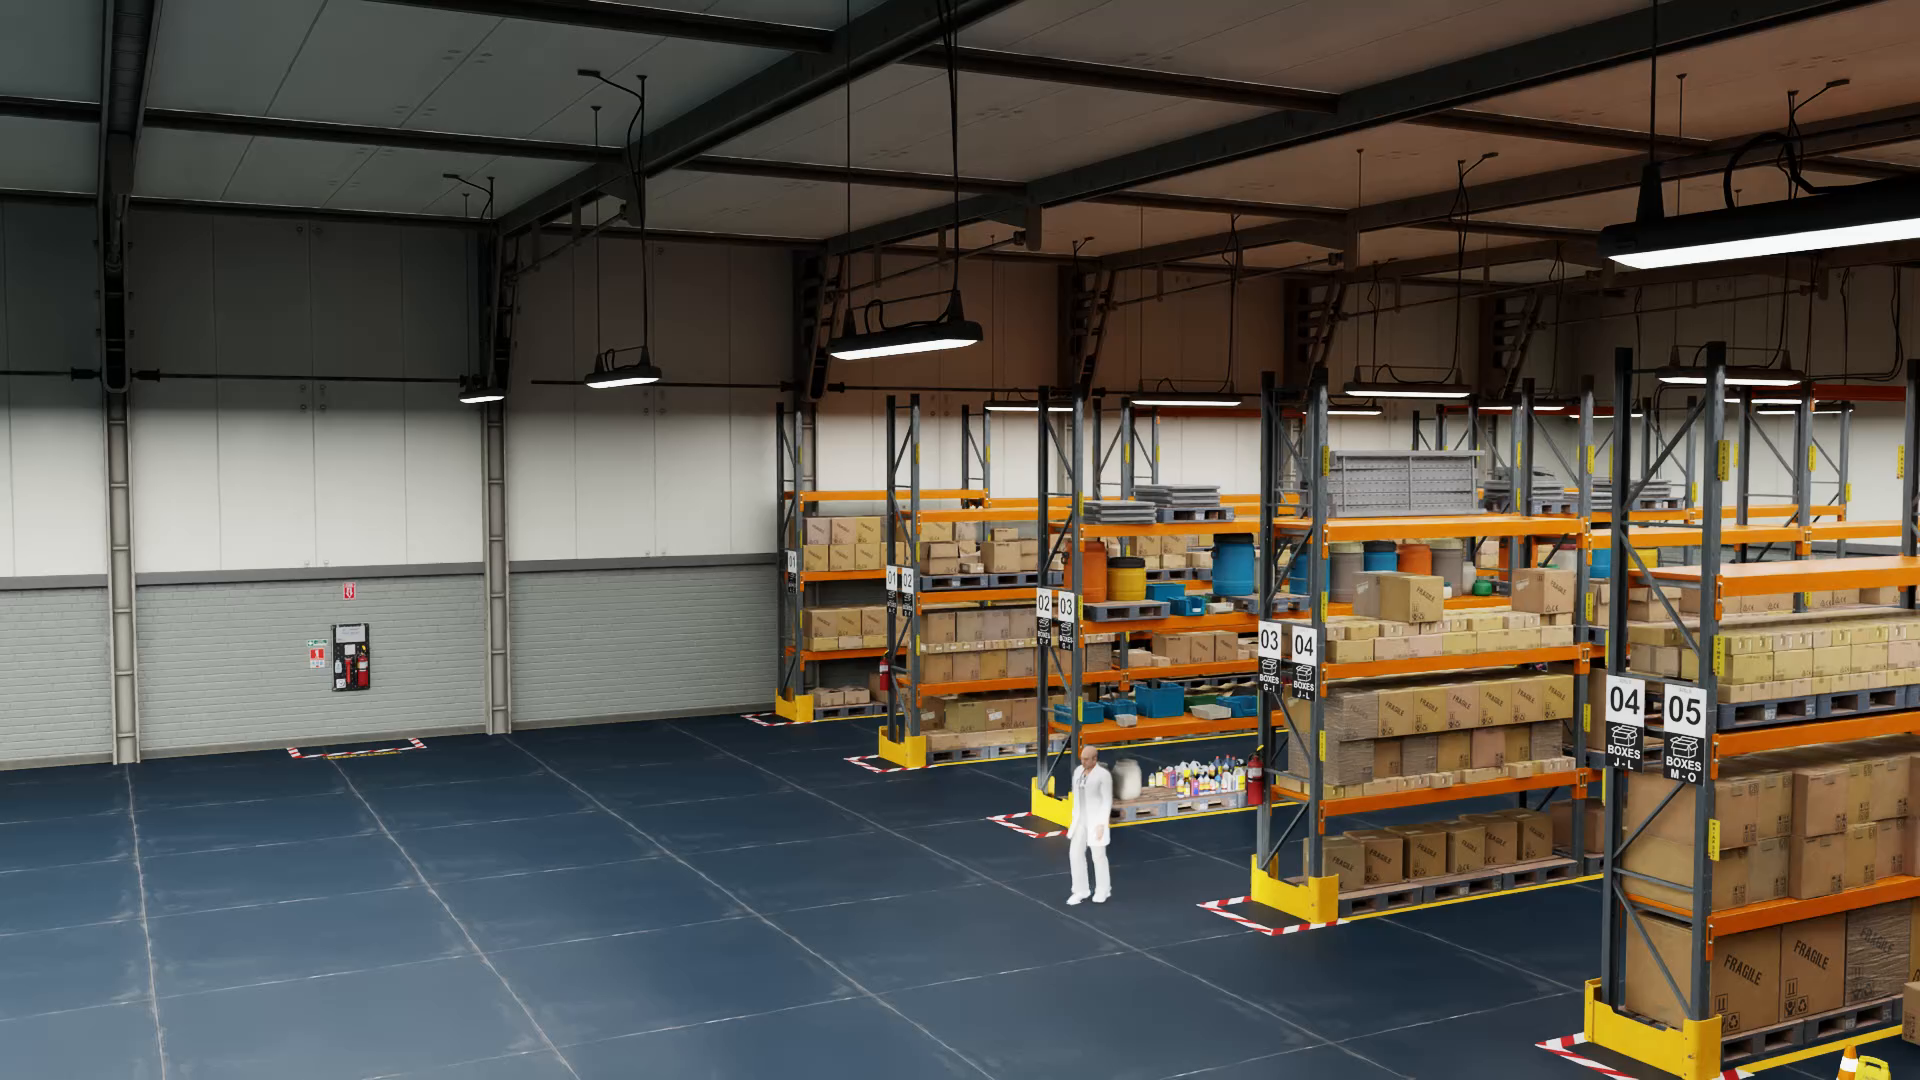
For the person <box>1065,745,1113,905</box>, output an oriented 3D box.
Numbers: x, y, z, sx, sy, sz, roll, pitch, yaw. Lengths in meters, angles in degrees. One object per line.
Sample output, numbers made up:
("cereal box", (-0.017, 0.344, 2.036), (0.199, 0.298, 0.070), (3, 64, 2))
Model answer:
("person", (1.490, 3.235, 18.779), (0.555, 1.856, 0.643), (-3, 5, -45))
